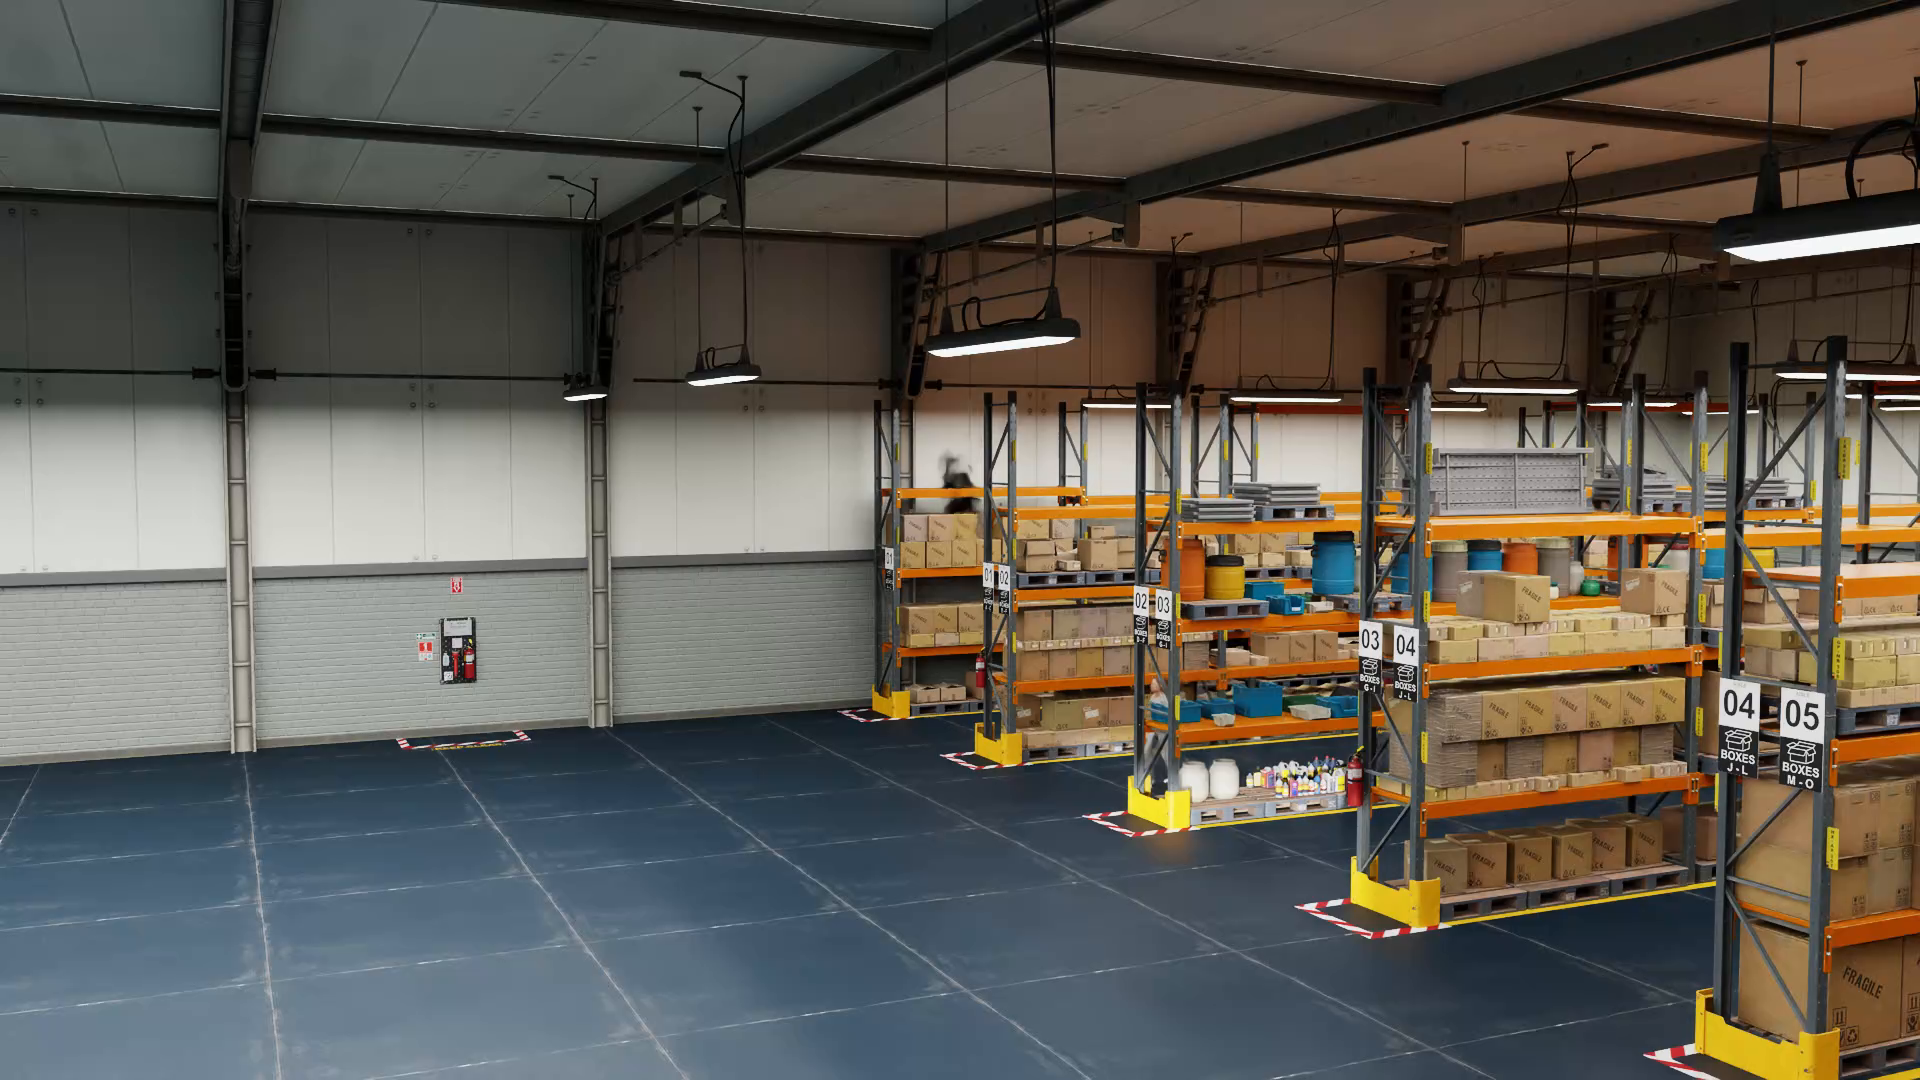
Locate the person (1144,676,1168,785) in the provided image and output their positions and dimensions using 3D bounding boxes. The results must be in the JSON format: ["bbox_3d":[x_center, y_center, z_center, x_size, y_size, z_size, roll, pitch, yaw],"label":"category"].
[{"bbox_3d":[3.016,2.895,24.848,0.762,1.731,0.539,-2,4,-35],"label":"person"}]

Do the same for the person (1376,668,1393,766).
[{"bbox_3d":[6.655,2.754,26.100,0.770,1.841,0.657,-2,4,-32],"label":"person"}]
